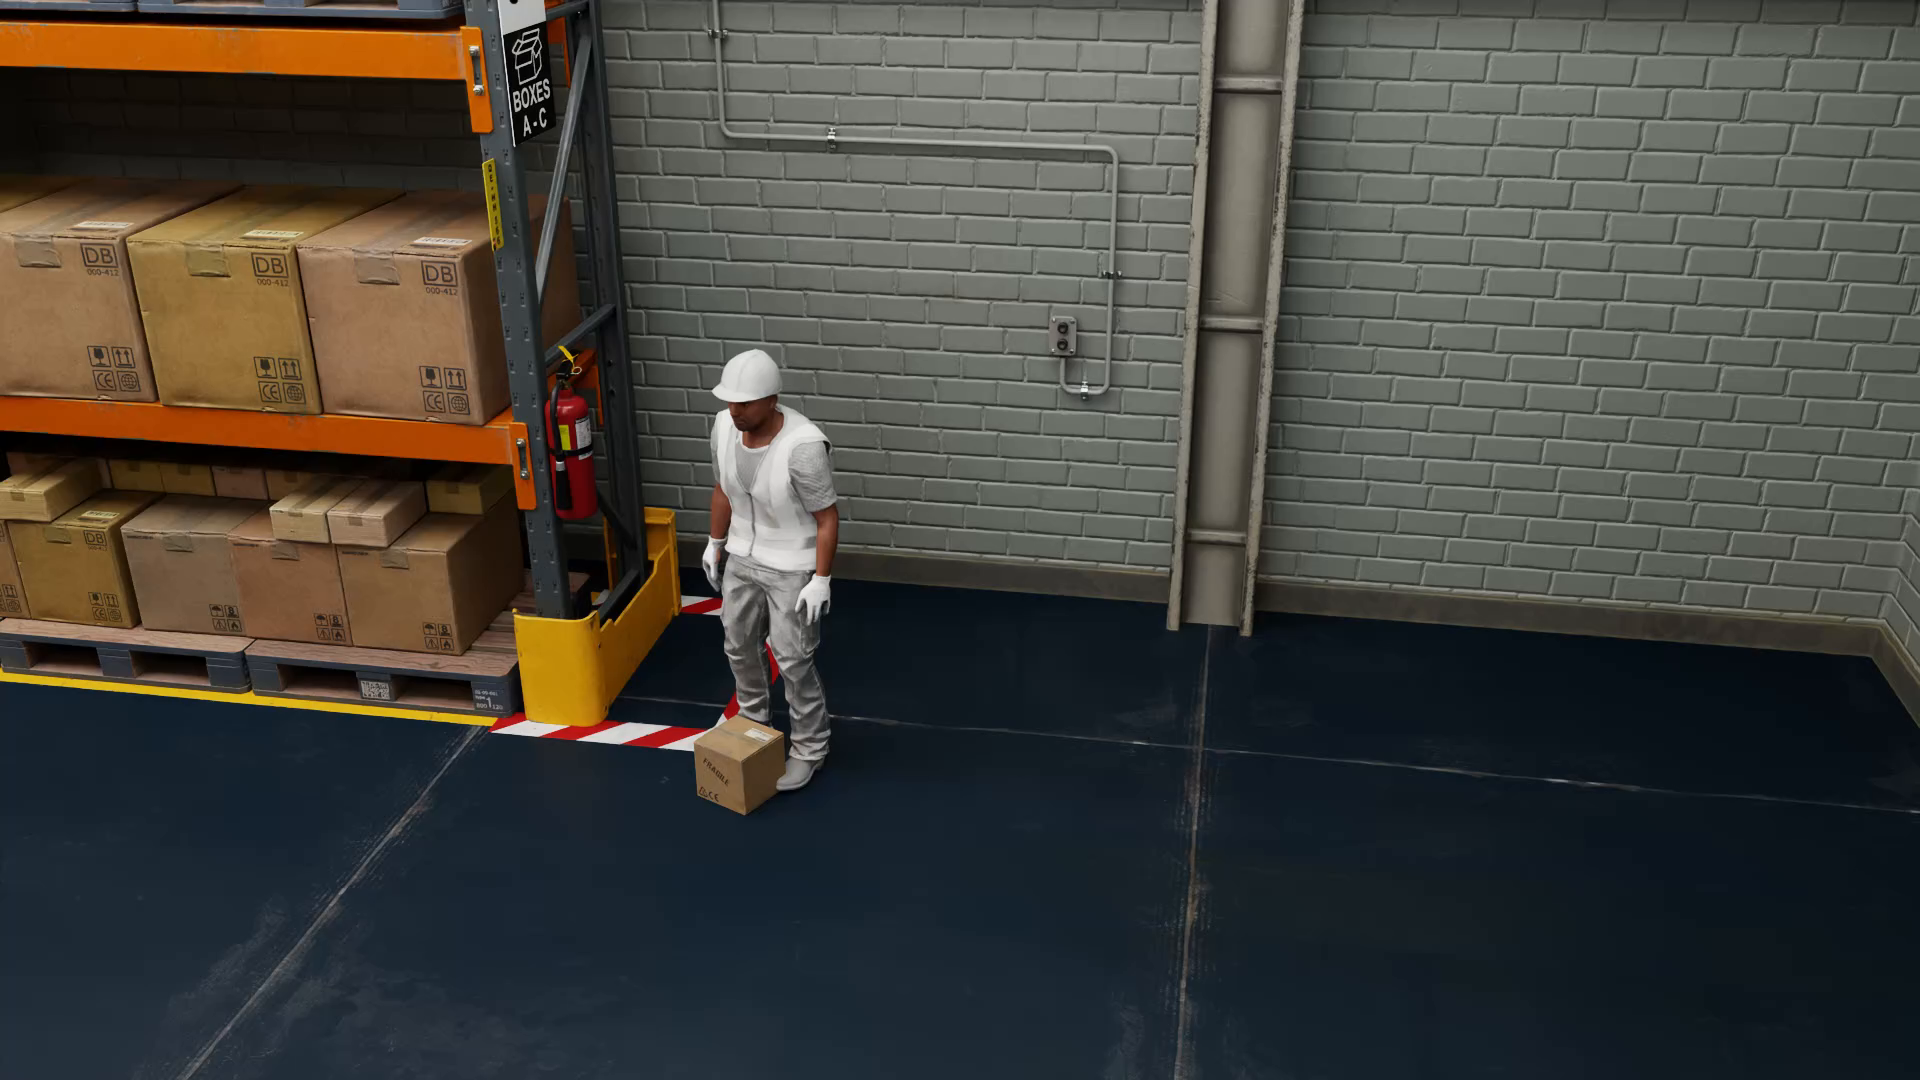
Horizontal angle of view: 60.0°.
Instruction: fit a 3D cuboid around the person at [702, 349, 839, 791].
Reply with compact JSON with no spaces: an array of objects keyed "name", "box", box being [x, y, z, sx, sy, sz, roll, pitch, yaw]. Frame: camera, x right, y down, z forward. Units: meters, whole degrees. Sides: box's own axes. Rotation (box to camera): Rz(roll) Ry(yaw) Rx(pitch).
[{"name":"person","box":[-0.734,0.103,6.369,0.614,1.773,0.449,17,30,32]}]
